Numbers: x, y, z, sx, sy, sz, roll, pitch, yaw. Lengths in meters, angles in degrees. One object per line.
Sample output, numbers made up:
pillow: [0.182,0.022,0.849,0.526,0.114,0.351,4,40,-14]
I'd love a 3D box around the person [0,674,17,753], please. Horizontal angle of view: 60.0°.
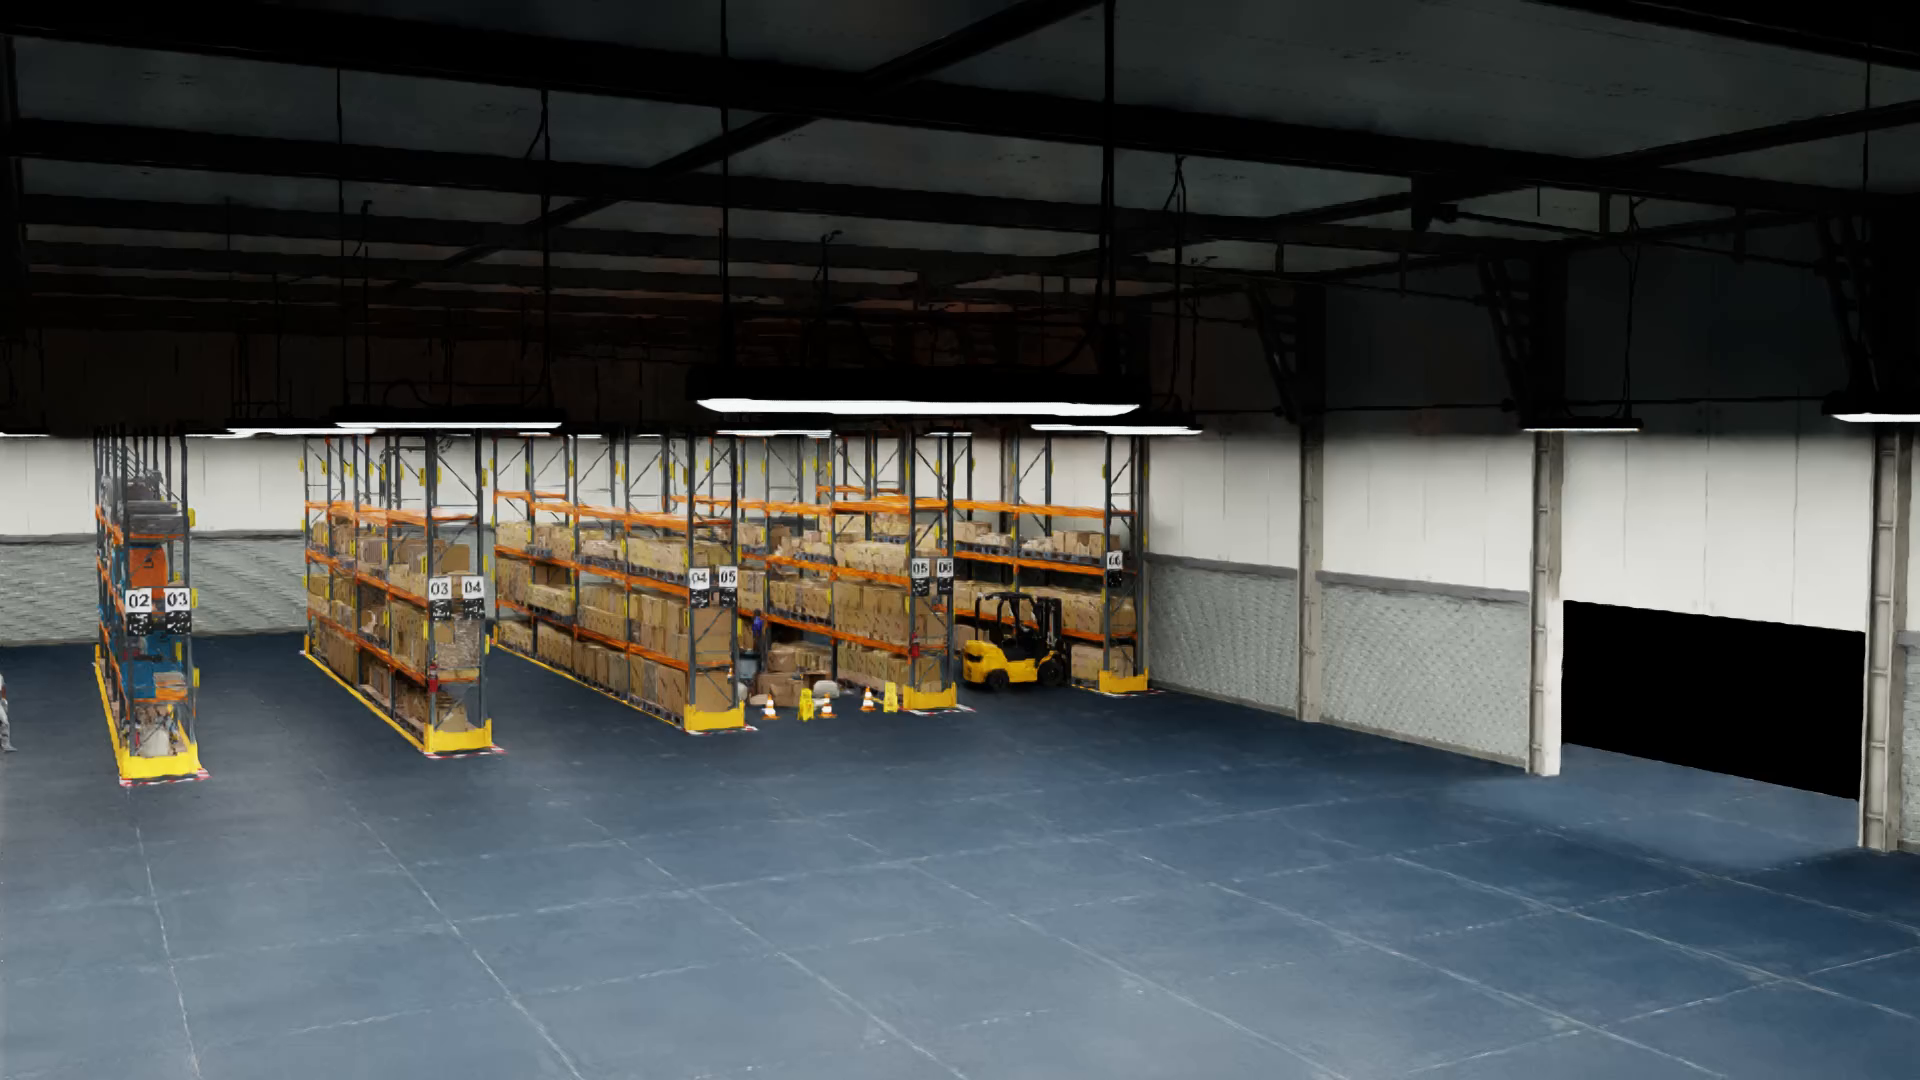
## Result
person: [-17.691,3.022,30.288,0.849,1.717,0.701,3,5,45]

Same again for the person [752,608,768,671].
person: [-4.891,2.458,40.061,0.555,1.650,0.588,0,3,-3]

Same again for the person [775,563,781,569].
person: [-6.012,1.546,55.876,0.525,1.578,0.460,2,4,29]
